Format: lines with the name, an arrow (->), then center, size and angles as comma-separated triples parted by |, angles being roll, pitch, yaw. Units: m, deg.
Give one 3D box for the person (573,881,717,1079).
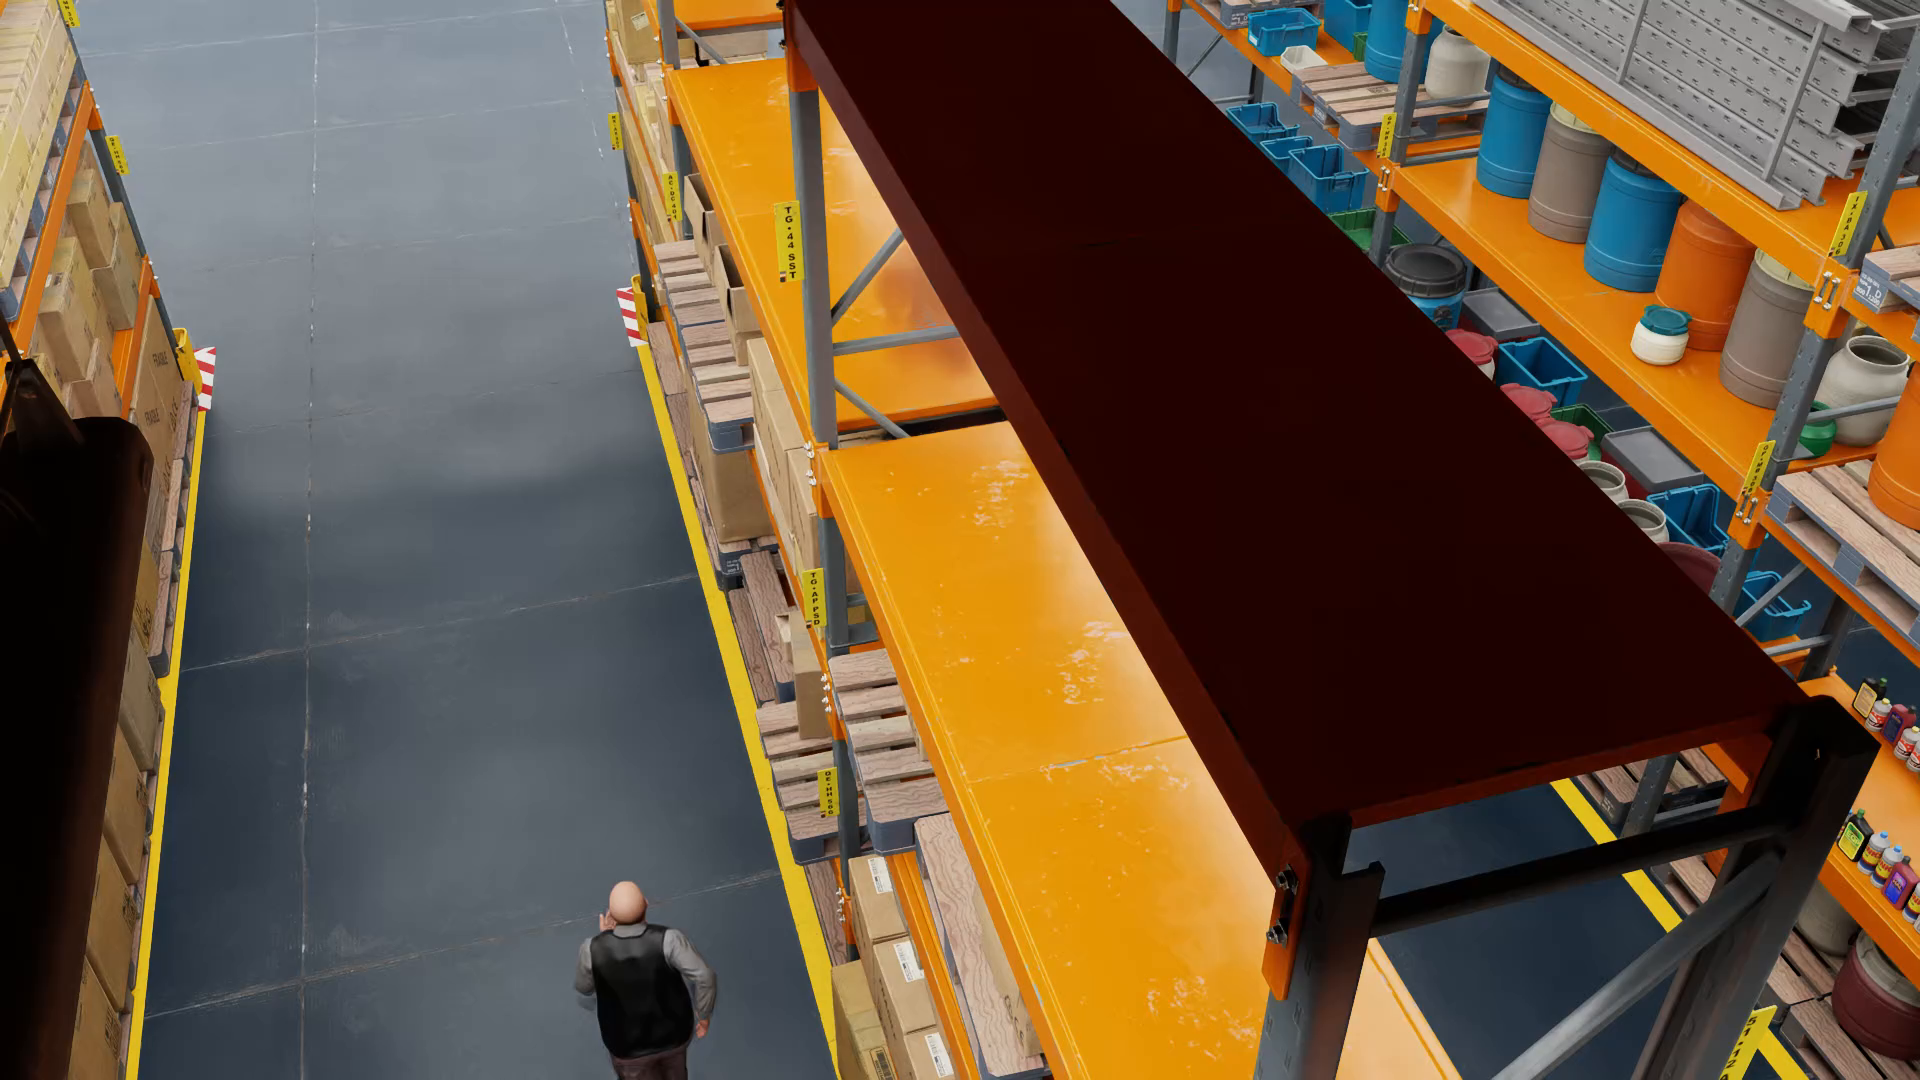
person -> -1.488, 2.373, 8.059 | 0.642, 1.708, 0.879 | -12, 40, -15
